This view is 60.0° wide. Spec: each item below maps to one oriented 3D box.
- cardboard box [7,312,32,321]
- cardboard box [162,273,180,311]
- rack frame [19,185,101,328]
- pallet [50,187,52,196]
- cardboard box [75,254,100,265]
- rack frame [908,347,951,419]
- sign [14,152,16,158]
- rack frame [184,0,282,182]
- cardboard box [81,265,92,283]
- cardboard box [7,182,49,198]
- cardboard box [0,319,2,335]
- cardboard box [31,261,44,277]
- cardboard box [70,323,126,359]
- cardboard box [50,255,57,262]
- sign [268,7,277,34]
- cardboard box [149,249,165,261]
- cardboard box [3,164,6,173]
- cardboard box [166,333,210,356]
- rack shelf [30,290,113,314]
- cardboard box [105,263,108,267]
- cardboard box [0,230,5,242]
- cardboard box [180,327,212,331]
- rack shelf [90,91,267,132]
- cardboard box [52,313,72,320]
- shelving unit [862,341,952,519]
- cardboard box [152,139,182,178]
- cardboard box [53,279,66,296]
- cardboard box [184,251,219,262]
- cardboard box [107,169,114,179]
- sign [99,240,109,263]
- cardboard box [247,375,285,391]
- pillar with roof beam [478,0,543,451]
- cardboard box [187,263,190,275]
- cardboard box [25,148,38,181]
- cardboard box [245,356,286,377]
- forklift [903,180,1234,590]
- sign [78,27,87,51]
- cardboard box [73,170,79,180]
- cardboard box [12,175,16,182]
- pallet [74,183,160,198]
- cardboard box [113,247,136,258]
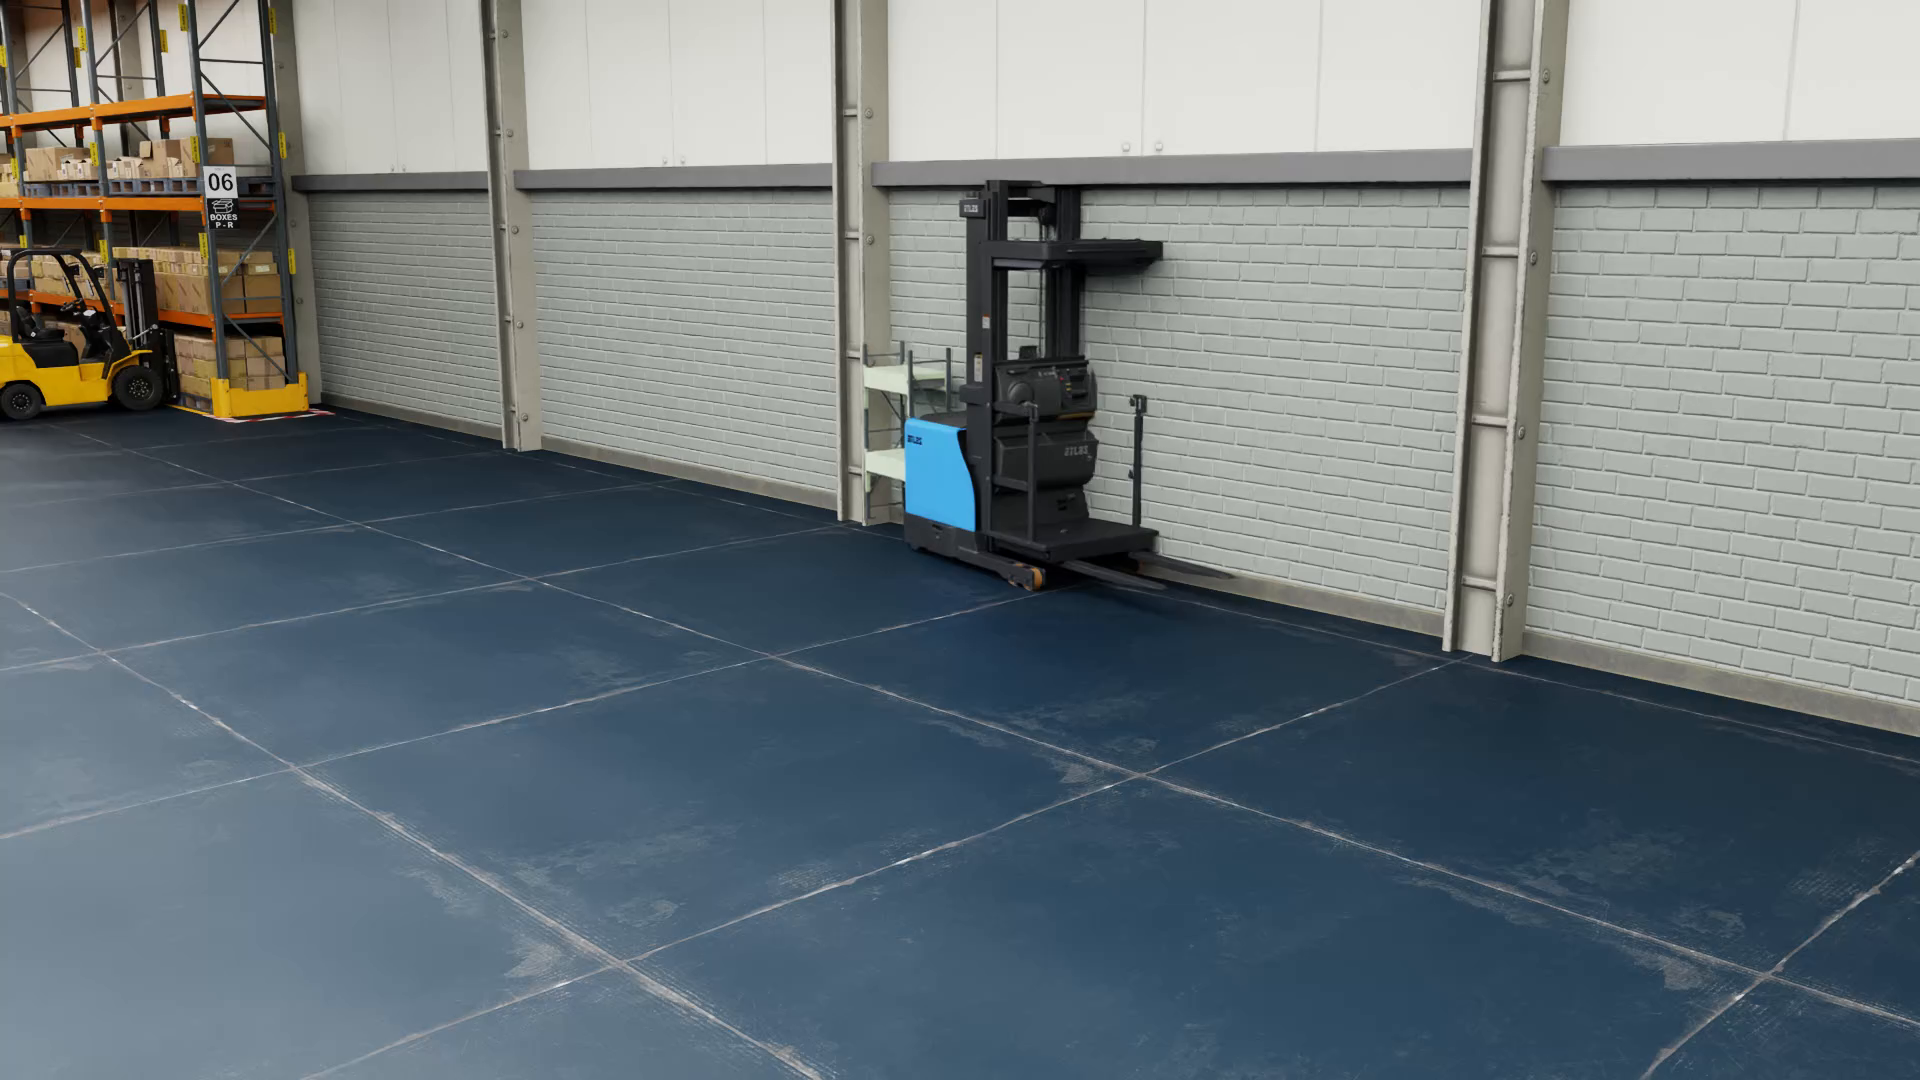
[{"bbox_3d":[-16.246,-3.866,28.790,0.250,0.149,0.380,11,16,42],"label":"cardboard box"},{"bbox_3d":[-10.537,-3.401,22.740,0.500,0.500,0.500,-11,16,-44],"label":"cardboard box"},{"bbox_3d":[-14.827,-4.333,27.509,1.000,3.000,0.127,-11,16,-43],"label":"rack frame"},{"bbox_3d":[-16.471,-6.038,28.817,1.213,0.211,1.003,-11,16,-43],"label":"pallet"},{"bbox_3d":[-13.365,-4.317,25.577,0.380,0.149,0.250,-11,16,-42],"label":"cardboard box"},{"bbox_3d":[-0.242,-0.814,13.623,0.400,1.500,0.023,-8,14,-32],"label":"rack frame"},{"bbox_3d":[-17.190,-6.910,30.326,0.100,0.325,0.005,-11,16,-43],"label":"sign"},{"bbox_3d":[-9.302,-6.104,21.237,1.000,3.000,0.127,-11,16,-43],"label":"rack frame"},{"bbox_3d":[-12.949,-4.031,25.175,0.500,0.250,0.500,11,16,44],"label":"cardboard box"},{"bbox_3d":[-15.357,-5.770,27.421,0.500,0.250,0.500,11,16,43],"label":"cardboard box"},{"bbox_3d":[-16.701,-3.646,29.331,0.500,0.500,0.500,11,16,43],"label":"cardboard box"},{"bbox_3d":[-14.715,-4.402,26.977,0.500,0.250,0.500,-11,16,-43],"label":"cardboard box"},{"bbox_3d":[-13.484,-3.090,26.321,0.625,0.625,0.875,11,16,43],"label":"cardboard box"},{"bbox_3d":[-14.249,-4.503,26.479,0.380,0.149,0.250,-11,16,-42],"label":"cardboard box"},{"bbox_3d":[-8.896,-6.715,21.498,0.100,0.325,0.005,-11,16,-43],"label":"sign"},{"bbox_3d":[-11.112,-3.997,23.285,0.380,0.149,0.250,-11,16,-43],"label":"cardboard box"},{"bbox_3d":[-15.749,-6.206,27.816,0.380,0.149,0.250,-11,16,-43],"label":"cardboard box"},{"bbox_3d":[-10.558,-2.684,22.800,0.500,0.250,0.500,-11,16,-42],"label":"cardboard box"},{"bbox_3d":[-13.445,-3.689,26.165,1.077,0.370,4.000,-11,16,-43],"label":"rack shelf"},{"bbox_3d":[-12.461,-4.135,24.692,0.380,0.149,0.250,-10,15,-41],"label":"cardboard box"},{"bbox_3d":[-18.425,-5.611,31.487,0.500,0.500,0.500,11,16,44],"label":"cardboard box"},{"bbox_3d":[-10.884,-2.905,23.876,0.500,0.250,0.500,-11,16,-42],"label":"cardboard box"},{"bbox_3d":[-10.683,-5.847,22.767,1.077,0.370,4.000,-11,16,-43],"label":"rack shelf"},{"bbox_3d":[-15.355,-3.819,28.562,0.380,0.149,0.250,-11,16,-42],"label":"cardboard box"},{"bbox_3d":[-0.442,-0.875,13.923,0.431,1.500,0.755,-8,14,-32],"label":"shelving unit"},{"bbox_3d":[-10.419,-5.132,22.419,0.700,0.500,0.500,-11,16,-42],"label":"cardboard box"},{"bbox_3d":[-13.992,-4.012,26.325,0.500,0.250,0.500,11,16,43],"label":"cardboard box"},{"bbox_3d":[-10.213,-3.814,22.395,0.380,0.149,0.250,-11,16,-42],"label":"cardboard box"},{"bbox_3d":[-11.974,-5.242,23.823,0.380,0.149,0.250,-10,16,-41],"label":"cardboard box"},{"bbox_3d":[-12.450,-4.200,24.193,0.100,0.325,0.005,-11,16,-43],"label":"sign"},{"bbox_3d":[-9.500,-2.123,22.558,0.500,0.250,0.500,-11,16,-42],"label":"cardboard box"},{"bbox_3d":[-8.101,-4.855,15.178,9.100,9.000,0.400,-11,16,-43],"label":"pillar with roof beam"},{"bbox_3d":[-10.077,-3.623,22.209,0.380,0.149,0.250,-11,16,-42],"label":"cardboard box"},{"bbox_3d":[-14.503,-5.966,26.466,0.500,0.500,0.500,-11,16,-42],"label":"cardboard box"},{"bbox_3d":[-9.476,-2.367,22.500,0.500,0.250,0.500,-11,16,-42],"label":"cardboard box"},{"bbox_3d":[0.783,-1.176,12.357,1.130,2.935,3.031,-8,14,-33],"label":"forklift"},{"bbox_3d":[-12.448,-7.106,23.593,0.100,0.325,0.005,-11,16,-43],"label":"sign"},{"bbox_3d":[-13.043,-5.468,24.920,0.380,0.149,0.250,-11,16,-43],"label":"cardboard box"},{"bbox_3d":[-15.410,-5.983,27.467,0.250,0.149,0.380,11,16,44],"label":"cardboard box"},{"bbox_3d":[-12.683,-5.252,25.008,1.217,0.209,0.805,11,16,43],"label":"pallet"},{"bbox_3d":[-12.059,-4.174,24.144,0.380,0.149,0.250,-10,16,-41],"label":"cardboard box"}]
